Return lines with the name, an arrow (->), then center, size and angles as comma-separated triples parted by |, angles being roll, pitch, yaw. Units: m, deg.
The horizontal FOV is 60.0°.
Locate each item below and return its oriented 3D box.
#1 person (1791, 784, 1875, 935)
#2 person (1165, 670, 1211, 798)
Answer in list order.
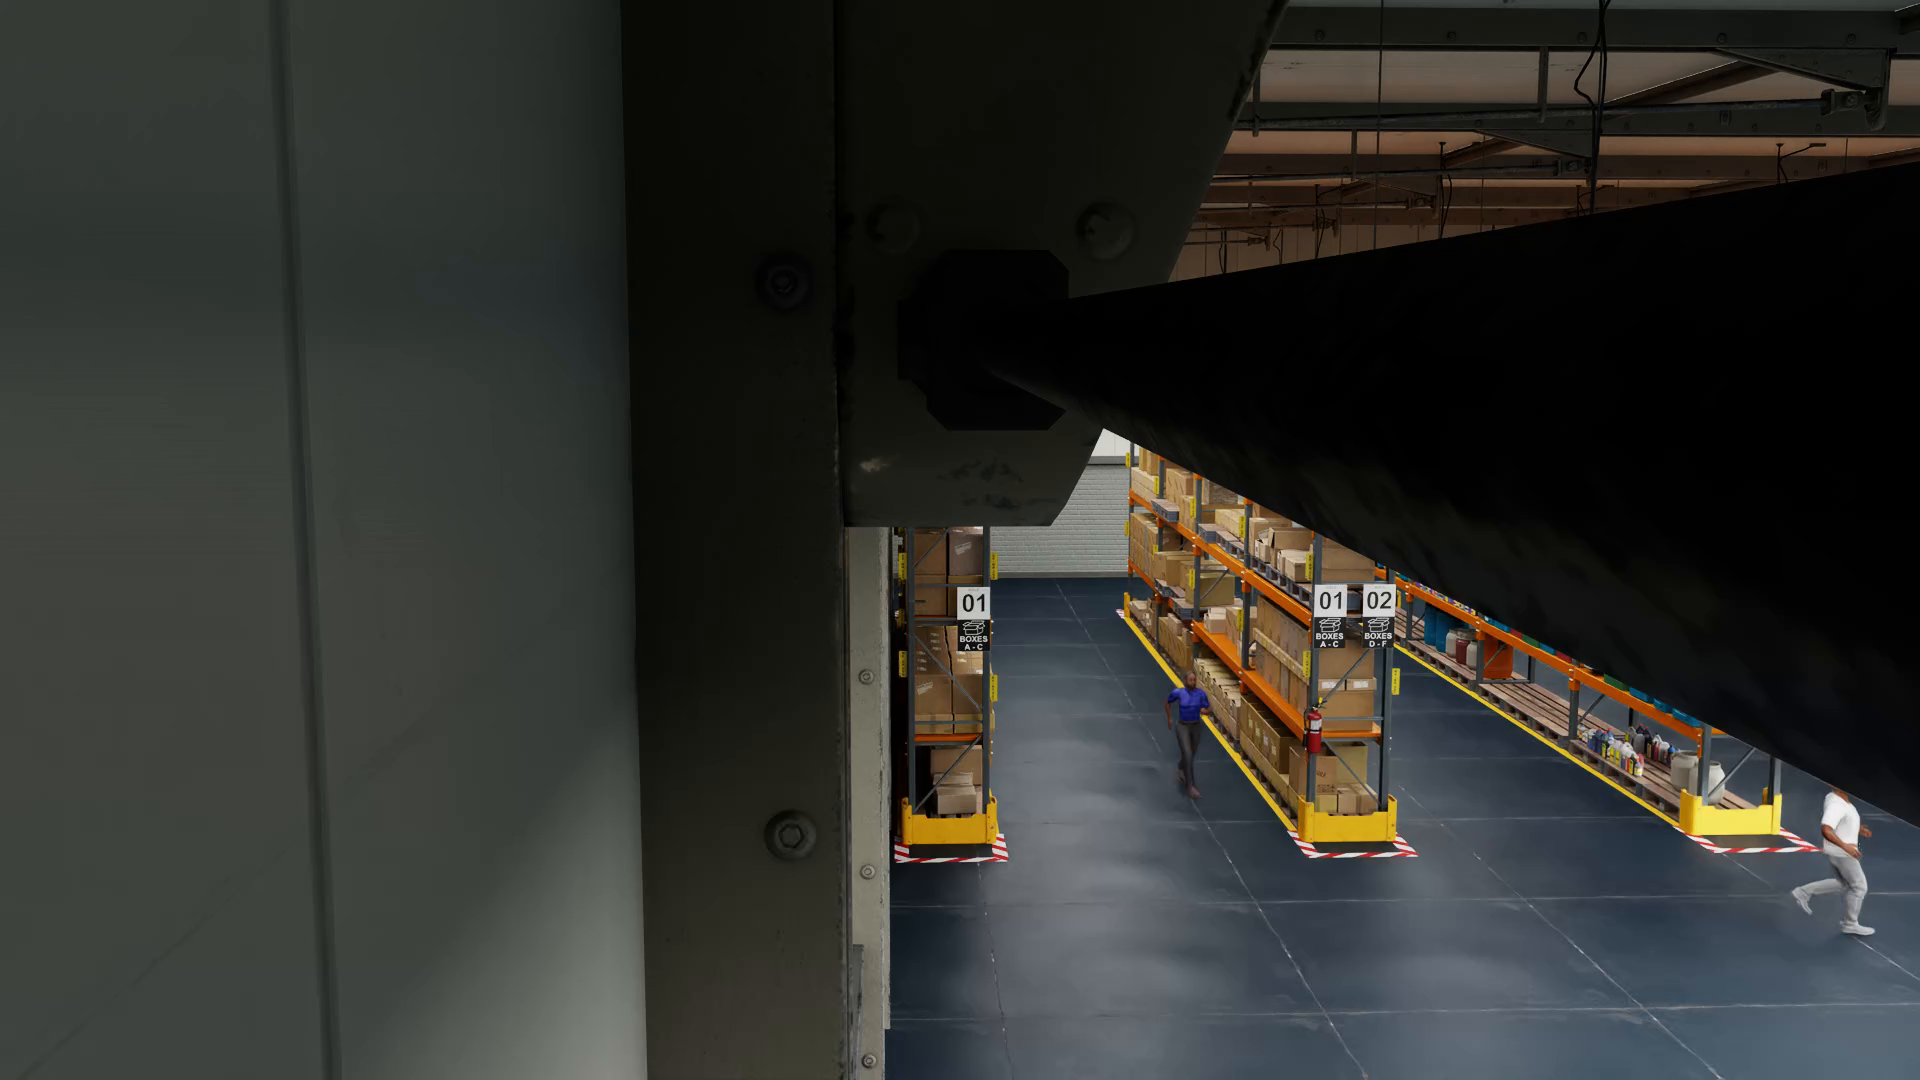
person -> 9.192, 3.252, 17.426 | 0.795, 1.732, 0.712 | 3, 8, 24
person -> 3.109, 2.690, 22.687 | 0.549, 1.457, 0.915 | -2, 8, -13
